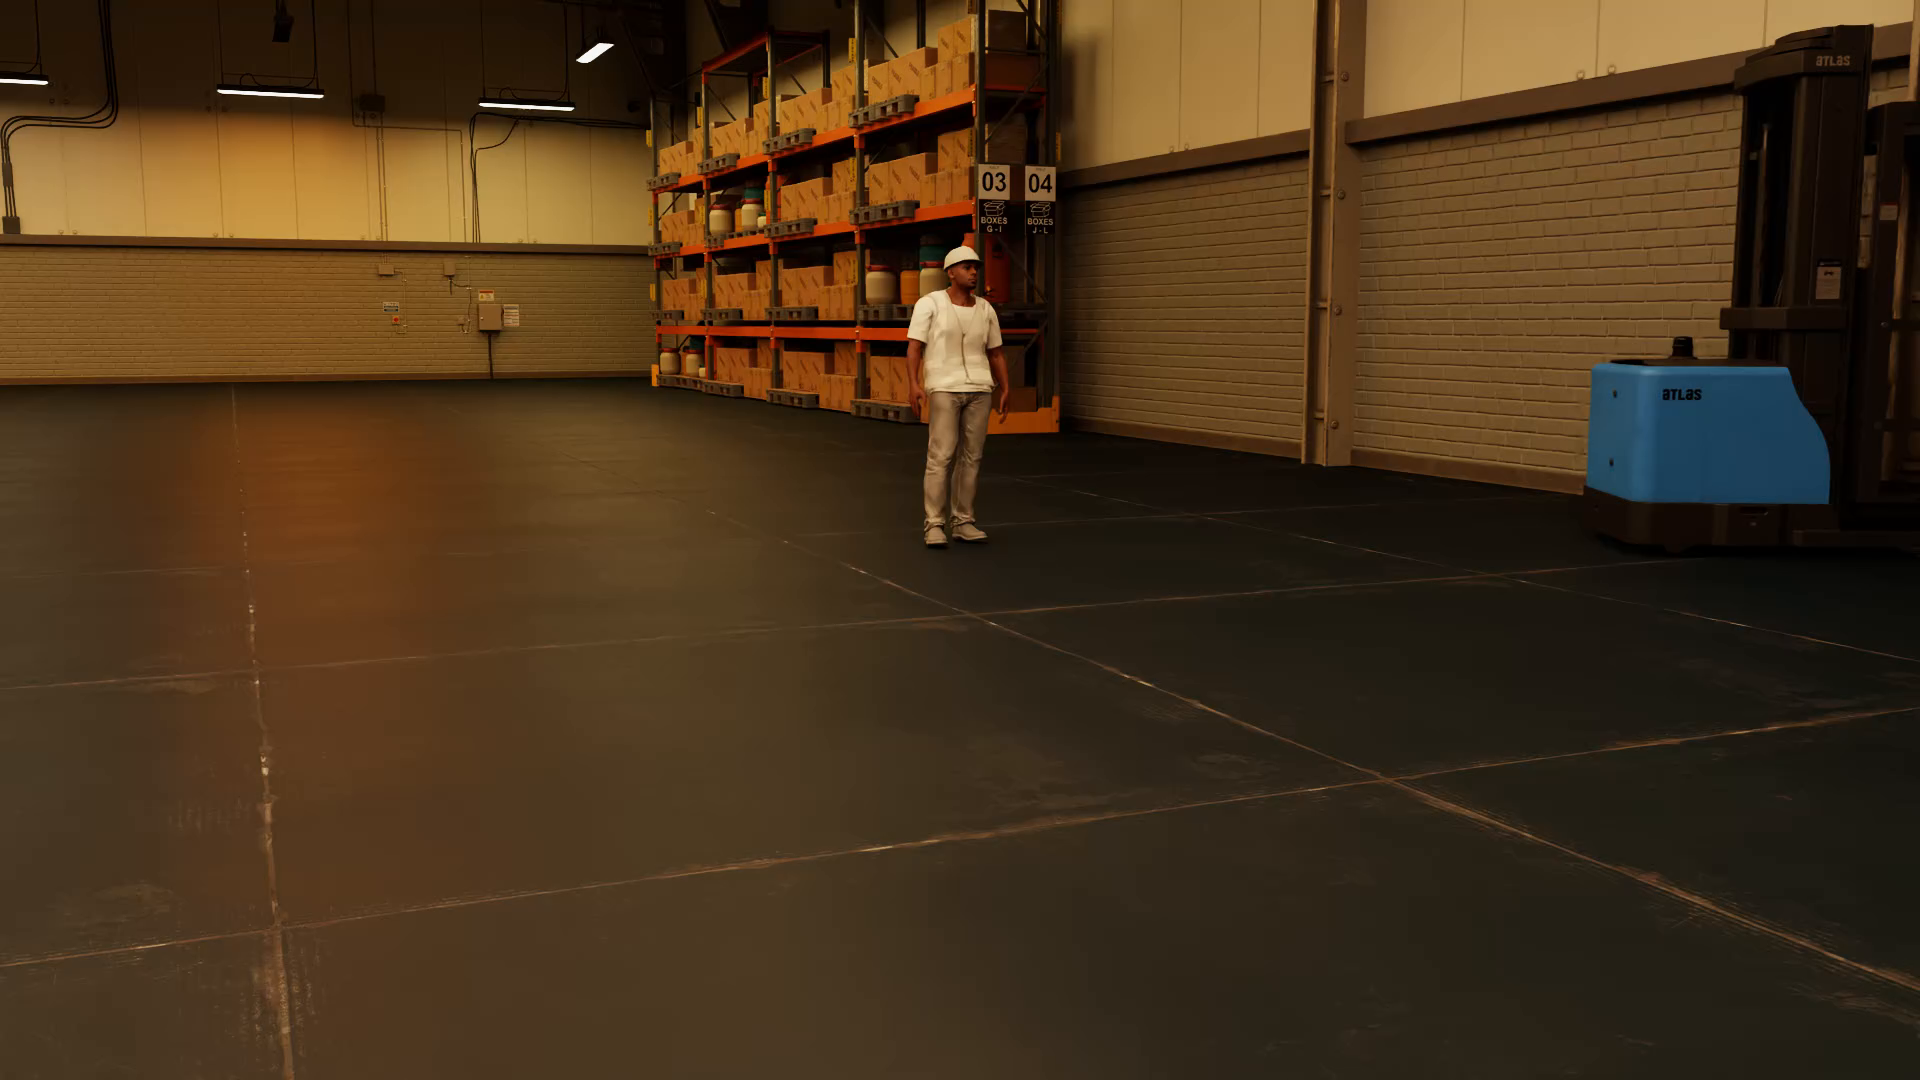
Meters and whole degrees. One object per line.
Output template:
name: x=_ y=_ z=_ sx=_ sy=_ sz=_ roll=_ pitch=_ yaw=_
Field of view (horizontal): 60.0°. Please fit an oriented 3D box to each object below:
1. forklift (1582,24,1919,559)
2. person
forklift: x=5.344 y=-1.407 z=9.615 sx=3.031 sy=2.935 sz=1.130 roll=1 pitch=8 yaw=4
person: x=0.023 y=-0.871 z=9.972 sx=0.665 sy=1.762 sz=0.575 roll=-3 pitch=8 yaw=-23
